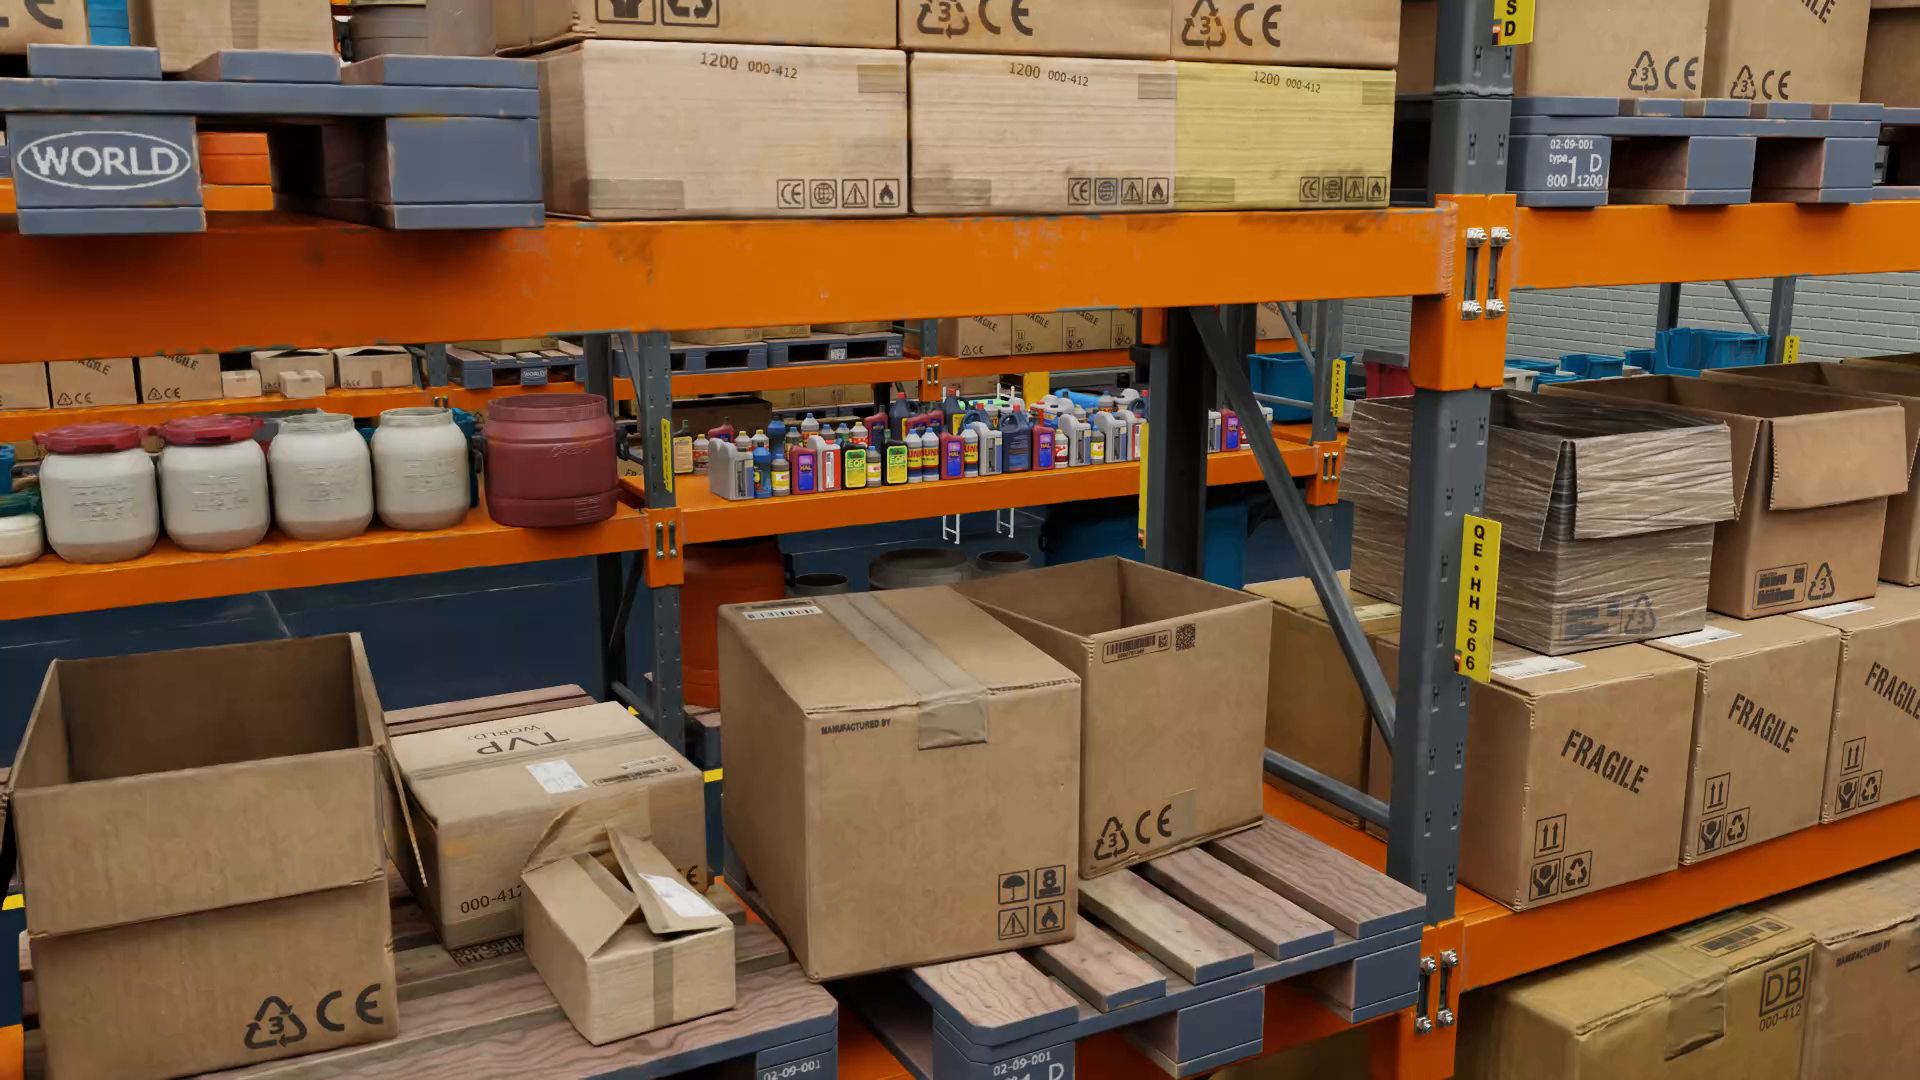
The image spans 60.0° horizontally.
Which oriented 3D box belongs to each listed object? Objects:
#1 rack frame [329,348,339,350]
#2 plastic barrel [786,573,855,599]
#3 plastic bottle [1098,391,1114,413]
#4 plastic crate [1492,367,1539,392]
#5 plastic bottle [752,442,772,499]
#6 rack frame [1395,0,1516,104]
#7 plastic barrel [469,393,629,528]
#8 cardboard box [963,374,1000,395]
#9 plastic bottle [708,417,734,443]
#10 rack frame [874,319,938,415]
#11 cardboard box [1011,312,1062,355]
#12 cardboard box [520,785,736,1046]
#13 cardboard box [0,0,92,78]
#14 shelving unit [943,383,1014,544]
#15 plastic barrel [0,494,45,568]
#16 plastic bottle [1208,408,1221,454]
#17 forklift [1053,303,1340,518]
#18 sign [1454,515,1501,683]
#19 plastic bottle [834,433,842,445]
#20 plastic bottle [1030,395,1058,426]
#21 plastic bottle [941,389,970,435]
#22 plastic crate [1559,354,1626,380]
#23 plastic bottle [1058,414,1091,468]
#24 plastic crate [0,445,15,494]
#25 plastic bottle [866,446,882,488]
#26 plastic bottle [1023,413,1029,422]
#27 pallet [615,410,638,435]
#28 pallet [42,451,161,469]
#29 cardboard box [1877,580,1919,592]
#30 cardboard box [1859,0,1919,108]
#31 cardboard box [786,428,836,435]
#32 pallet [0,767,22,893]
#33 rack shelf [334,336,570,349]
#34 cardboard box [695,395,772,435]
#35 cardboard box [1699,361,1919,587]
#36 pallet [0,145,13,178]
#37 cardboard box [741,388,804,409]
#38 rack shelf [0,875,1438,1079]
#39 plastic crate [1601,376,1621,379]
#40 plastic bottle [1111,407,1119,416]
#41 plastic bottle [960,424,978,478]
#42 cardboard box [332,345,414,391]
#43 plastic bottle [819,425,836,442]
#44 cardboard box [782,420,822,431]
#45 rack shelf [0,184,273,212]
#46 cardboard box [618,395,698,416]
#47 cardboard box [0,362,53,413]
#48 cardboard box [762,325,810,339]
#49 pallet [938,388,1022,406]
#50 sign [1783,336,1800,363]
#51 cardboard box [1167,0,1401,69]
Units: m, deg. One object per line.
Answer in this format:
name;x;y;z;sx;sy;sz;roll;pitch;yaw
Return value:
rack frame;-6.364;-2.325;16.607;0.127;3.000;1.000;-7;14;-28
plastic barrel;-0.743;0.462;8.934;0.421;0.512;0.421;0;13;0
plastic bottle;0.869;-0.753;9.915;0.097;0.271;0.097;0;13;0
plastic crate;3.323;-0.933;10.556;0.530;0.282;0.437;-7;14;-28
plastic bottle;-0.967;-0.343;8.094;0.097;0.271;0.097;0;13;0
rack frame;0.756;-2.388;3.223;0.127;3.000;1.000;-7;14;-28
plastic barrel;-1.879;-0.375;7.632;0.708;0.536;0.600;-7;14;-28
cardboard box;0.092;-2.059;20.162;0.500;0.500;0.700;-7;14;-28
plastic bottle;-1.264;-0.508;8.798;0.133;0.283;0.061;-7;14;-28
rack frame;-0.476;-1.791;14.237;0.127;3.000;1.000;-7;14;-28
cardboard box;0.550;-1.896;14.473;0.500;0.500;0.500;-7;14;-27
cardboard box;-0.578;0.627;2.840;0.258;0.266;0.396;-7;15;-29
cardboard box;-1.468;-0.888;2.201;0.637;0.503;0.797;-6;14;-26
shelving unit;0.145;-0.603;13.055;0.503;1.200;0.258;-7;14;-28
plastic barrel;-3.893;-0.037;6.756;0.301;0.262;0.301;0;13;0
plastic bottle;1.382;-0.634;9.375;0.135;0.276;0.152;-7;14;-28
forklift;2.290;-1.703;14.000;3.031;2.935;1.130;-7;15;-29
sign;1.025;0.116;3.303;0.005;0.325;0.100;-7;14;-28
plastic bottle;-0.590;-0.403;8.362;0.097;0.271;0.097;0;13;0
plastic bottle;0.493;-0.703;9.684;0.135;0.276;0.152;-7;14;-28
plastic bottle;-0.024;-0.679;9.405;0.185;0.351;0.144;-7;14;-28
plastic crate;4.453;-1.173;11.733;0.300;0.233;0.416;-7;14;-28
plastic bottle;0.618;-0.542;8.968;0.135;0.276;0.152;-7;14;-28
plastic crate;-4.309;-0.163;7.037;0.575;0.384;0.392;-7;14;-28
plastic bottle;-0.444;-0.371;8.380;0.097;0.201;0.097;0;13;0
plastic bottle;0.365;-0.620;9.485;0.097;0.201;0.097;0;13;0
pallet;-3.494;-1.289;18.358;1.213;0.211;1.003;-7;14;-28
pallet;-8.120;-0.755;15.983;1.213;0.211;1.003;-7;14;-28
cardboard box;2.653;0.330;4.583;0.500;0.500;0.500;-7;14;-28
cardboard box;2.539;-1.399;4.468;0.637;0.503;0.797;-7;14;-29
cardboard box;-1.210;-0.629;13.763;0.500;0.500;0.500;-7;14;-28
pallet;-4.457;1.276;6.960;1.213;0.211;1.003;-7;14;-28
rack shelf;-4.608;-2.184;17.621;4.000;0.370;1.077;-7;14;-28
cardboard box;-1.895;-1.043;13.895;0.500;0.250;0.500;-7;14;-28
cardboard box;2.565;-0.213;4.710;0.637;0.503;0.797;-6;14;-26
pallet;-6.730;-2.415;10.612;1.217;0.209;0.805;-8;15;-30
cardboard box;-2.147;-1.790;18.967;0.500;0.500;0.700;-7;14;-27
rack shelf;-0.999;1.100;3.026;4.000;0.370;1.077;-7;14;-28
plastic crate;4.515;-1.009;11.226;0.243;0.136;0.396;-7;14;-28
plastic bottle;0.864;-0.600;9.238;0.097;0.271;0.097;0;13;0
plastic bottle;0.046;-0.464;8.634;0.097;0.271;0.097;0;13;0
cardboard box;-4.327;-1.297;12.244;0.500;0.311;0.500;-6;14;-24
plastic bottle;-0.726;-0.527;9.073;0.097;0.201;0.097;0;13;0
cardboard box;-1.480;-0.724;14.186;0.500;0.500;0.500;-7;14;-27
rack shelf;-3.372;-1.317;6.938;4.000;0.370;1.077;-7;14;-28
cardboard box;-3.361;-1.808;18.251;0.750;0.750;0.750;-7;14;-27
cardboard box;-6.354;-1.131;11.077;0.500;0.500;0.500;-6;14;-24
cardboard box;-1.572;-1.954;13.774;0.500;0.500;0.700;-4;13;-19
pallet;-0.006;-1.707;20.212;1.213;0.211;1.003;-7;14;-28
sign;5.683;-1.232;11.382;0.005;0.325;0.100;-7;14;-28
cardboard box;0.457;-1.119;3.050;0.500;0.500;0.500;-6;14;-26
